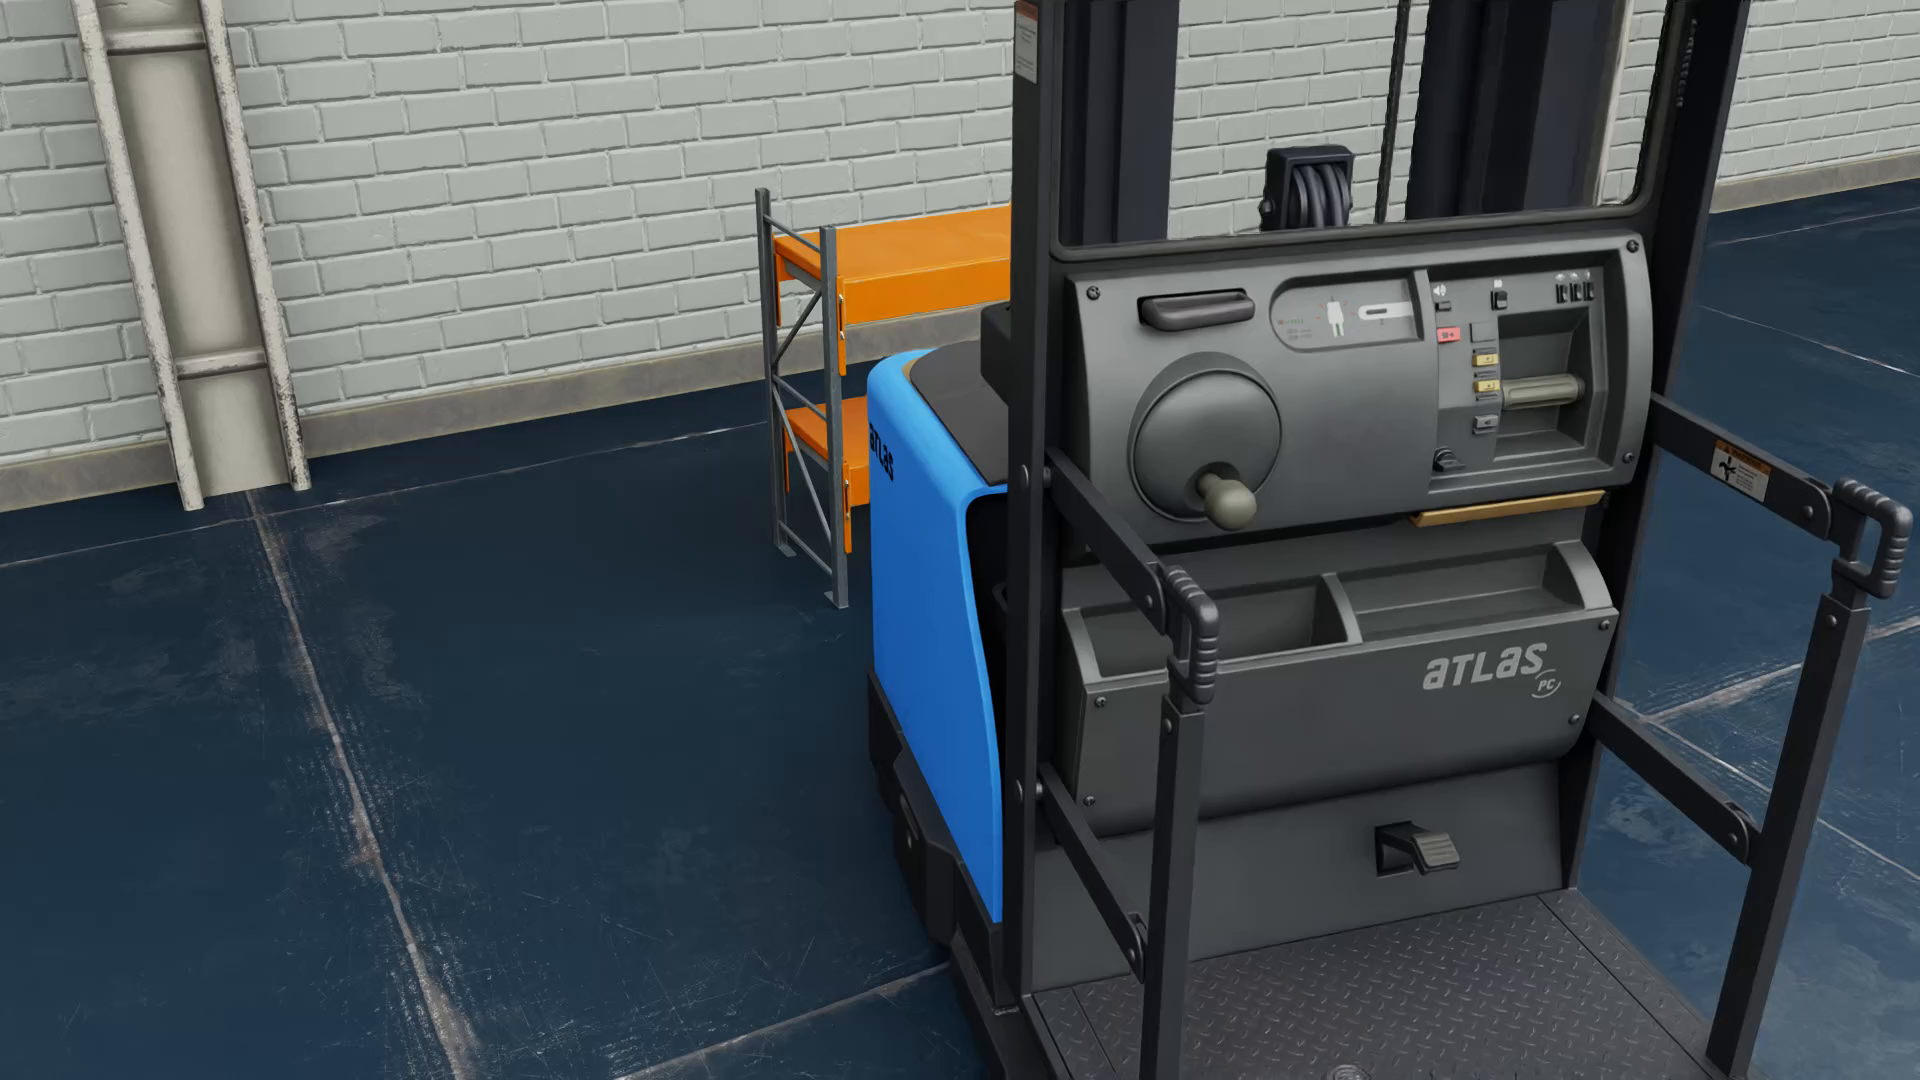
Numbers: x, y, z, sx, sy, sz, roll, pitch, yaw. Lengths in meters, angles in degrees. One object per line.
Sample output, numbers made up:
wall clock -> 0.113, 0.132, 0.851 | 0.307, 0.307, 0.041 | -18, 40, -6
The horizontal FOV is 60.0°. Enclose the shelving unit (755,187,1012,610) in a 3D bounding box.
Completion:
shelving unit -> -0.006, -0.506, 5.004 | 1.048, 1.125, 0.538 | -13, 29, -25

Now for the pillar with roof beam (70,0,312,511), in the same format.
pillar with roof beam -> -0.410, -2.606, 0.281 | 0.400, 9.000, 9.100 | -13, 29, -25

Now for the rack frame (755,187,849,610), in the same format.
rack frame -> -0.455, -0.402, 4.788 | 0.032, 1.125, 0.500 | -13, 29, -25

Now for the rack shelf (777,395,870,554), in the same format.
rack shelf -> -0.006, -0.285, 5.109 | 1.000, 0.278, 0.538 | -13, 29, -25

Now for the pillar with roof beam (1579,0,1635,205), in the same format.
pillar with roof beam -> 4.885, -3.828, 2.827 | 0.400, 9.000, 9.100 | -13, 29, -25

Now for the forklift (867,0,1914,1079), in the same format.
forklift -> 0.678, -0.206, 2.293 | 1.130, 2.935, 3.031 | -7, 27, -14

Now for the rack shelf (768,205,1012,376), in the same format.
rack shelf -> -0.006, -0.770, 4.877 | 1.000, 0.278, 0.538 | -13, 29, -25
